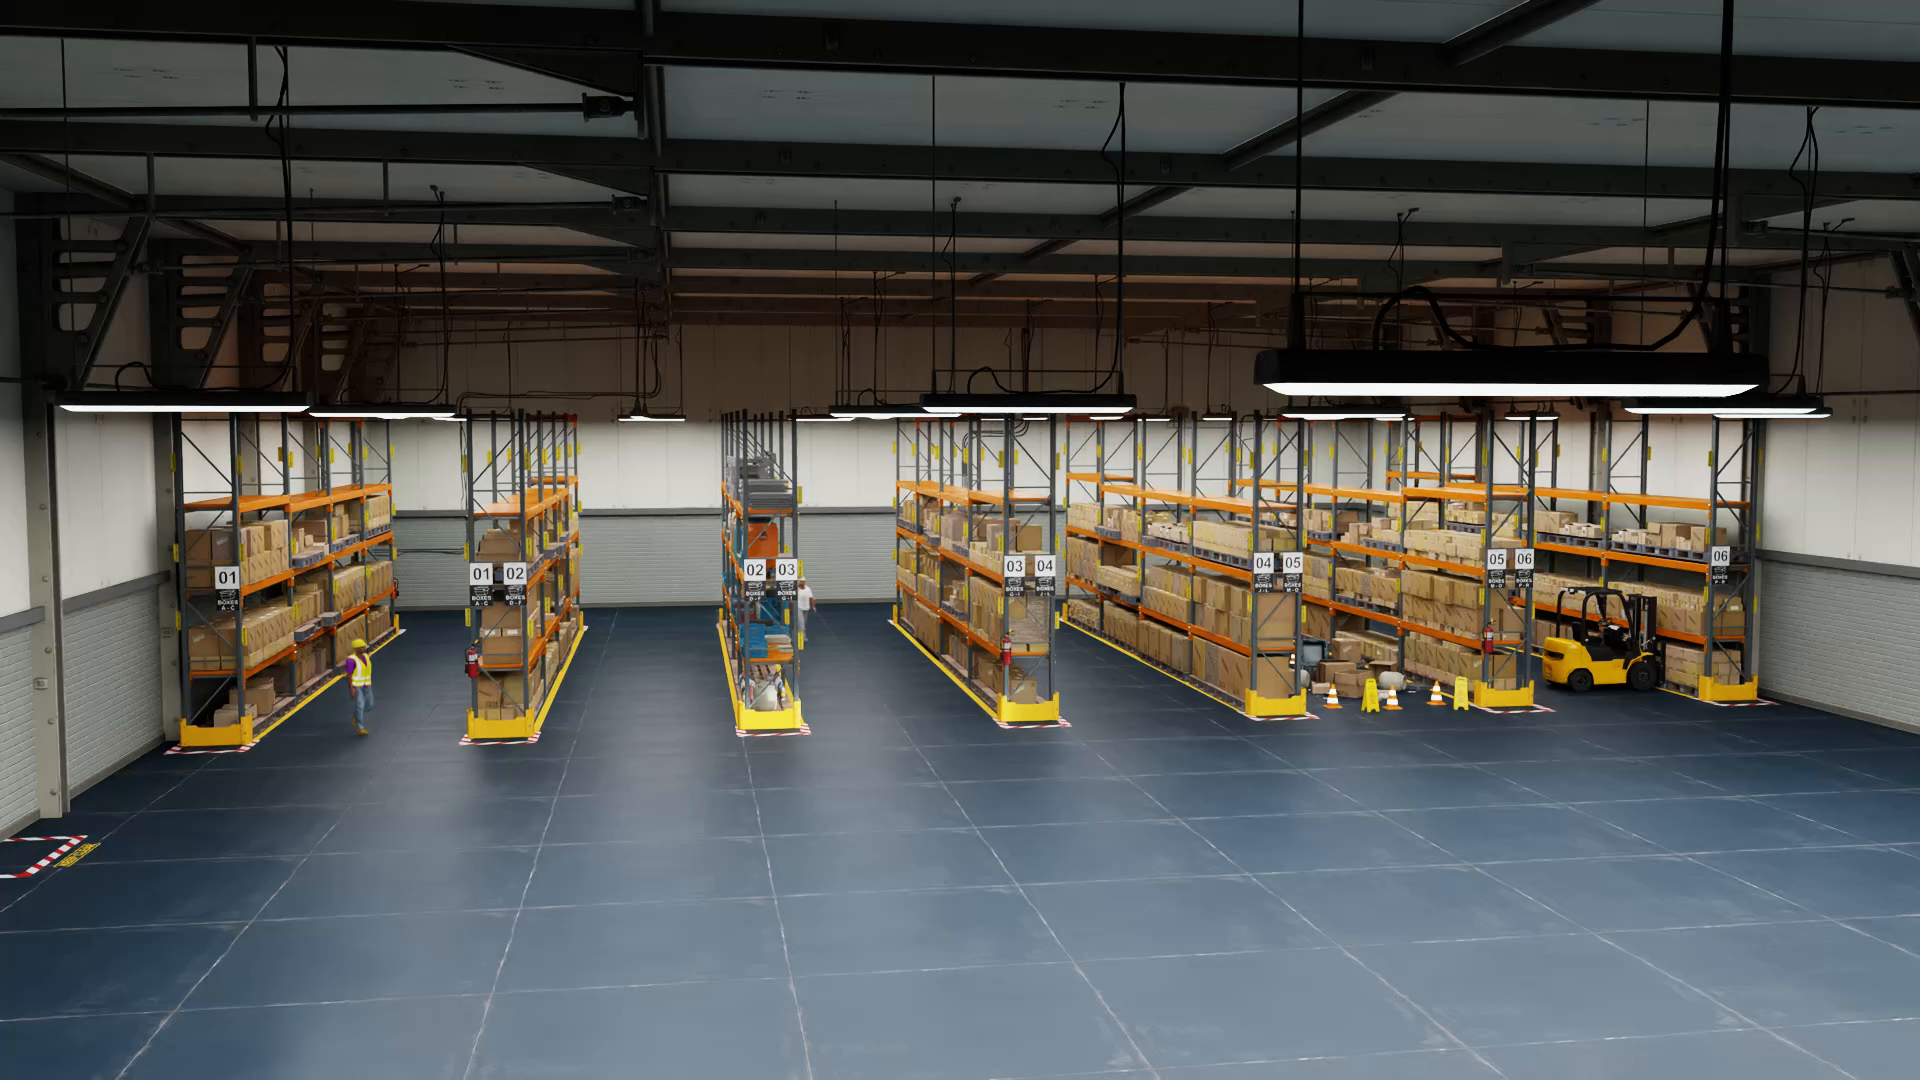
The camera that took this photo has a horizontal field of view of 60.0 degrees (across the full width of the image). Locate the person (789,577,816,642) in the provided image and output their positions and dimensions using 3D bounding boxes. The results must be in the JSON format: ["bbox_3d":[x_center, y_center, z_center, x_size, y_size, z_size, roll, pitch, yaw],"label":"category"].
[{"bbox_3d":[-4.142,1.803,43.777,0.622,1.714,1.088,-2,4,-27],"label":"person"}]

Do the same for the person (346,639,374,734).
[{"bbox_3d":[-11.106,2.691,30.660,0.650,1.755,0.566,3,5,35],"label":"person"}]
